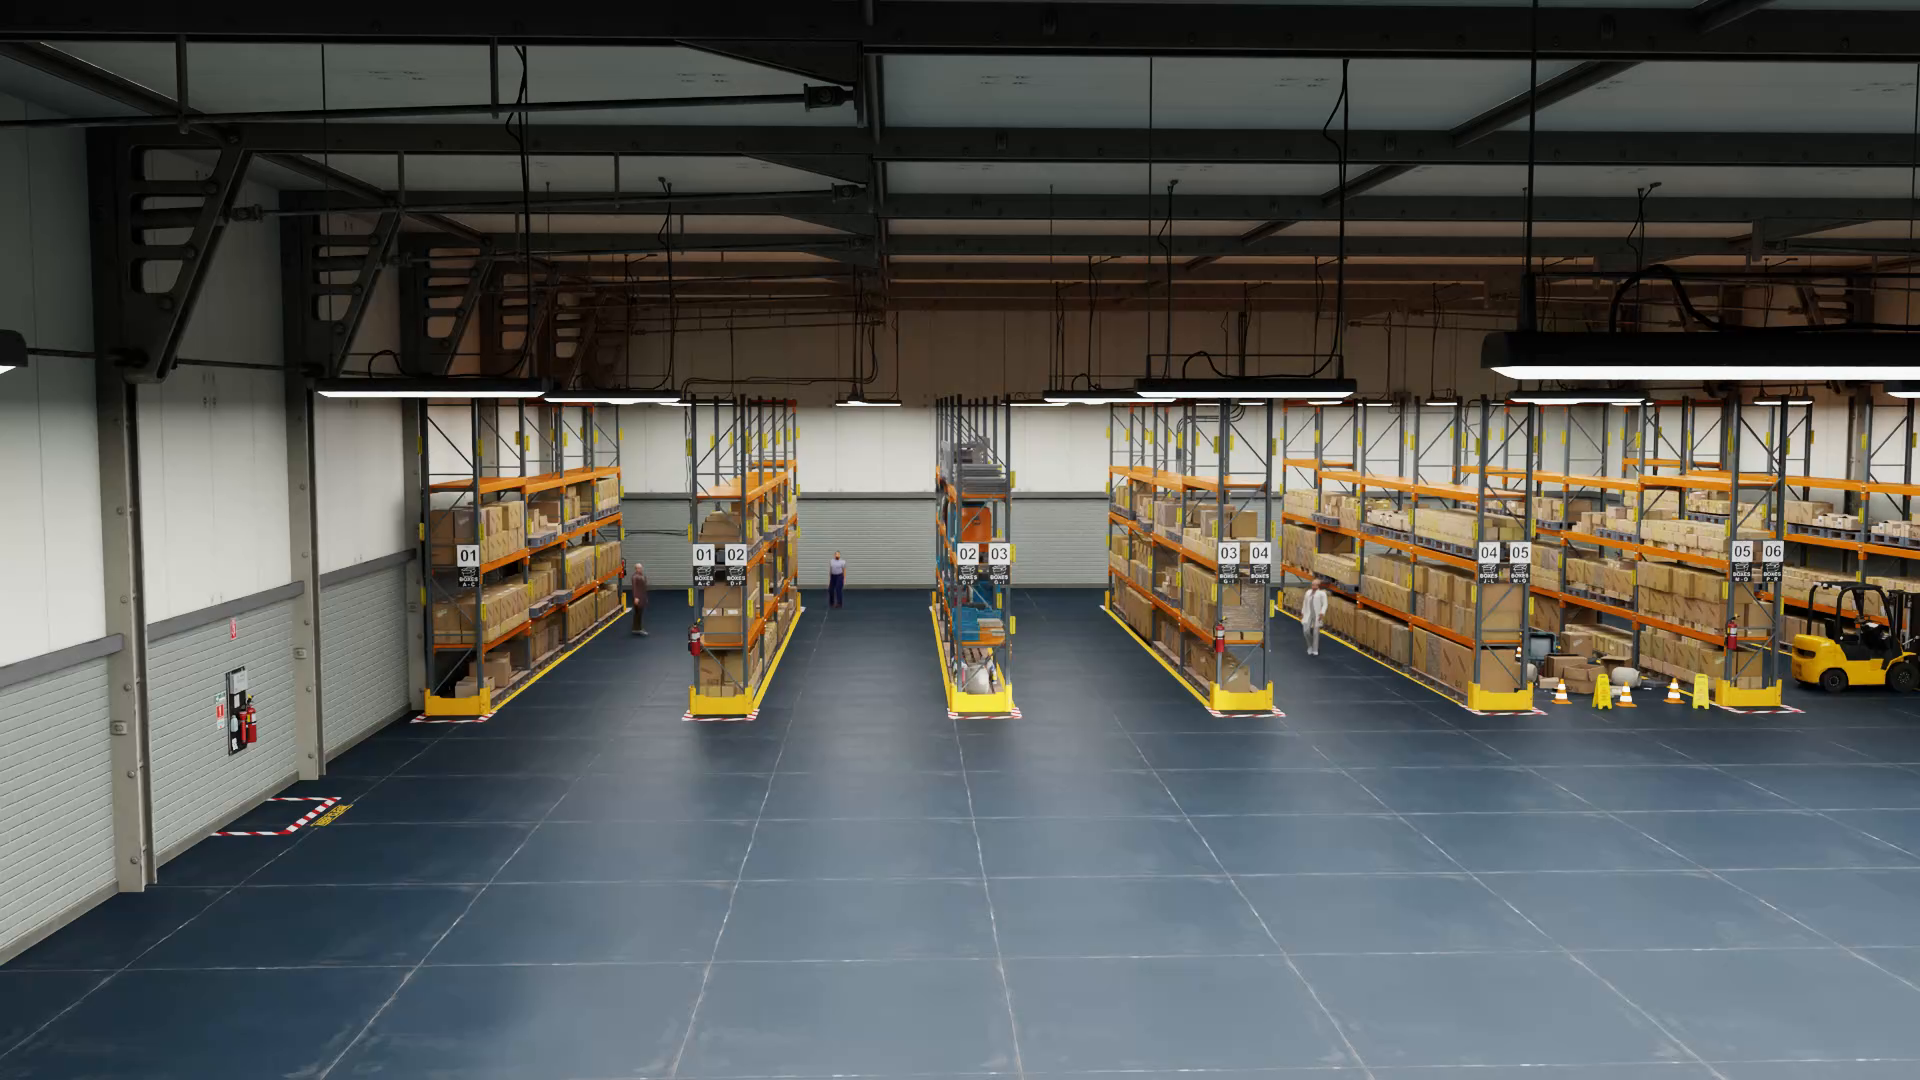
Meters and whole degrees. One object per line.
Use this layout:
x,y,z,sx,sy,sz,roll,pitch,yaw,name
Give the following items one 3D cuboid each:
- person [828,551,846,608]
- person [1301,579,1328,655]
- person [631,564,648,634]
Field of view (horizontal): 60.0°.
-3.583,1.162,48.096,0.558,1.716,0.407,2,5,28,person
8.220,1.811,38.623,0.625,1.784,0.714,1,5,14,person
-8.179,1.505,42.436,0.424,1.801,0.630,0,5,4,person
